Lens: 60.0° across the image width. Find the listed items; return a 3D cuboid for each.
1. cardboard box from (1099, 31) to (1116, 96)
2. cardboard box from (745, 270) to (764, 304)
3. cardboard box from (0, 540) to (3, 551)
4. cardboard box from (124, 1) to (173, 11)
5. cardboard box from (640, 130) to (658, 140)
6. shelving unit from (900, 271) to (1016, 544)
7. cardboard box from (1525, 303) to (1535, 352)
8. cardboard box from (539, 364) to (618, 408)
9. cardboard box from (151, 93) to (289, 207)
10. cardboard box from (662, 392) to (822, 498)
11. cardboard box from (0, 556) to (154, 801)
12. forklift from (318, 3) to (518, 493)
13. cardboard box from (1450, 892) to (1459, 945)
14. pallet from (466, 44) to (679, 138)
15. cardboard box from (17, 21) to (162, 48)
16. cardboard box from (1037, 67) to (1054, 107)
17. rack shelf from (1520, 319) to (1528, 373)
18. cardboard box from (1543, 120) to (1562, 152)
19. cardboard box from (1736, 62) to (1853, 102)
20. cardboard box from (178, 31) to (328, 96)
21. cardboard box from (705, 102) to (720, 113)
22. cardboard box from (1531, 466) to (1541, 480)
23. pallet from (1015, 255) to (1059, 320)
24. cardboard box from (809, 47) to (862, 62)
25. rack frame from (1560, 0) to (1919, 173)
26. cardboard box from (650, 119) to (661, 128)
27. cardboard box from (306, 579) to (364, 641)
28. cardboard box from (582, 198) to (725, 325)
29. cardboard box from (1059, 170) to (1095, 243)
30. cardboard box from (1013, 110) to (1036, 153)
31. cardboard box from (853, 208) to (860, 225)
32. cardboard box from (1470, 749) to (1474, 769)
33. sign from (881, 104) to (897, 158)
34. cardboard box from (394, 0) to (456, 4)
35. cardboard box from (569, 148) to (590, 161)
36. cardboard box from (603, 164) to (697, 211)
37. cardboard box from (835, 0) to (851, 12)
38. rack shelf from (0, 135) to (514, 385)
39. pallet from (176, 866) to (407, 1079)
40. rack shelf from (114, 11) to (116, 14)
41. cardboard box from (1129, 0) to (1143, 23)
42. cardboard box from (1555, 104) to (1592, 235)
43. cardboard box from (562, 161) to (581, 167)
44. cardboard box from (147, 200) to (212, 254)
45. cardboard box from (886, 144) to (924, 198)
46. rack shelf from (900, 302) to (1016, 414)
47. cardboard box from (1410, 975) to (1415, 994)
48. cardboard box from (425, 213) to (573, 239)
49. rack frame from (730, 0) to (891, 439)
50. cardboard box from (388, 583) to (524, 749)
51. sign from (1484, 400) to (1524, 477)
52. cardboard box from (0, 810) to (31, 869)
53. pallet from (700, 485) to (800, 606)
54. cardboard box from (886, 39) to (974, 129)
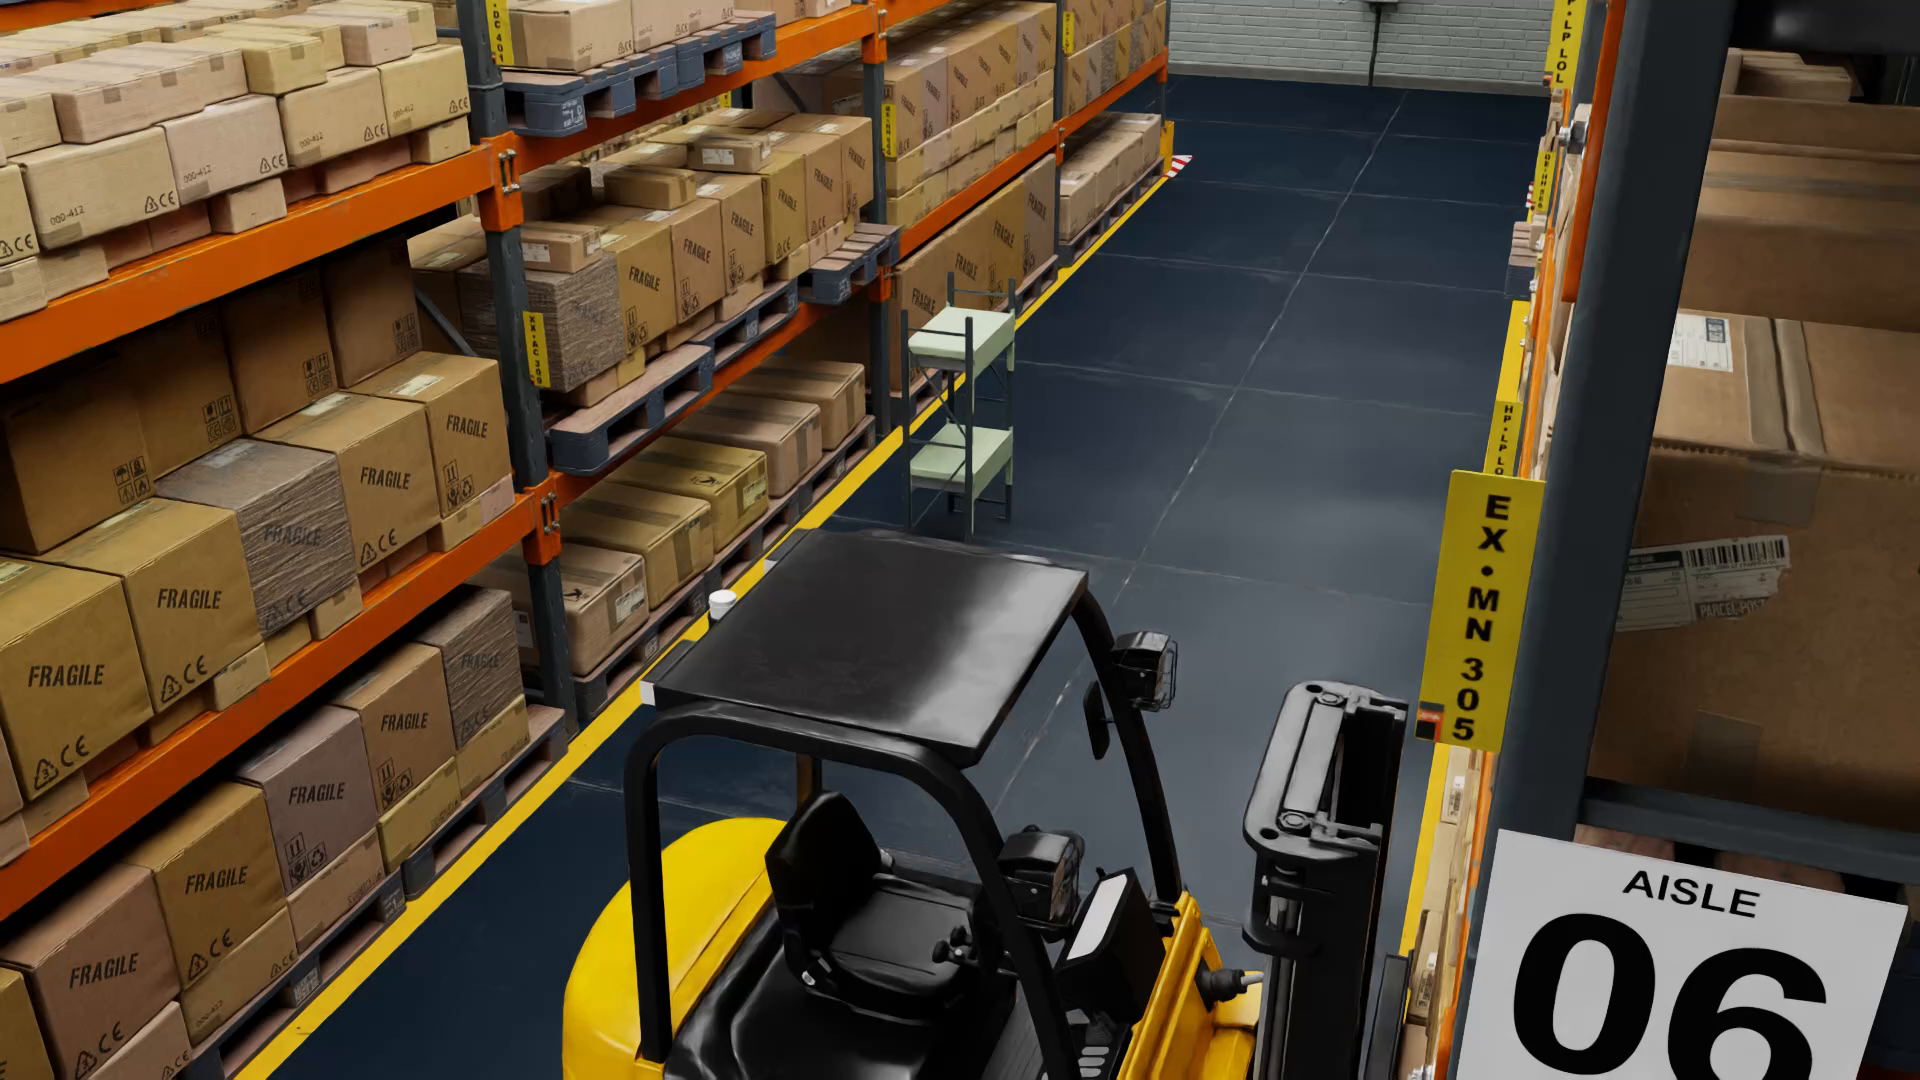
[{"bbox_3d":[1.119,-4.381,15.241,0.500,0.500,0.500,9,27,18],"label":"cardboard box"},{"bbox_3d":[-1.286,-1.386,8.977,0.380,0.149,0.250,8,27,16],"label":"cardboard box"},{"bbox_3d":[-3.408,-0.142,4.997,0.700,0.500,0.500,8,27,17],"label":"cardboard box"},{"bbox_3d":[-8.572,-5.772,17.199,0.500,0.500,0.500,9,27,17],"label":"cardboard box"},{"bbox_3d":[-3.404,-4.224,17.481,0.380,0.149,0.250,9,27,18],"label":"cardboard box"},{"bbox_3d":[-0.002,-0.672,9.417,0.431,1.500,0.755,9,27,17],"label":"shelving unit"},{"bbox_3d":[2.709,-0.924,7.358,0.380,0.149,0.250,8,27,16],"label":"cardboard box"},{"bbox_3d":[-1.807,-0.741,7.644,0.380,0.149,0.250,9,27,18],"label":"cardboard box"},{"bbox_3d":[-2.533,-1.264,5.308,0.500,0.250,0.500,8,27,17],"label":"cardboard box"},{"bbox_3d":[-1.394,-0.598,10.077,0.950,0.372,0.625,8,27,16],"label":"cardboard box"},{"bbox_3d":[-2.864,0.404,5.017,0.500,0.500,0.500,8,27,16],"label":"cardboard box"},{"bbox_3d":[-3.853,-1.759,10.020,3.031,2.935,1.130,7,27,13],"label":"forklift"},{"bbox_3d":[1.317,0.828,3.739,0.380,0.149,0.250,9,27,18],"label":"cardboard box"},{"bbox_3d":[-1.983,-1.987,7.186,1.213,0.211,1.003,9,27,17],"label":"pallet"},{"bbox_3d":[-2.970,-1.675,5.698,0.380,0.149,0.250,9,27,17],"label":"cardboard box"},{"bbox_3d":[0.455,-3.712,13.573,0.500,0.250,0.500,9,27,17],"label":"cardboard box"},{"bbox_3d":[3.058,-0.263,7.677,1.077,0.370,4.000,9,27,17],"label":"rack shelf"},{"bbox_3d":[4.093,-2.342,10.545,0.797,0.503,0.637,8,27,16],"label":"cardboard box"},{"bbox_3d":[2.860,-1.557,5.772,0.380,0.149,0.250,9,27,17],"label":"cardboard box"},{"bbox_3d":[-2.337,-1.580,5.502,0.380,0.149,0.250,10,27,19],"label":"cardboard box"},{"bbox_3d":[-2.904,-4.873,18.820,0.380,0.149,0.250,8,27,16],"label":"cardboard box"},{"bbox_3d":[1.051,0.023,2.510,0.380,0.149,0.250,8,27,16],"label":"cardboard box"},{"bbox_3d":[0.187,-2.188,14.027,1.003,0.211,1.213,9,27,17],"label":"pallet"},{"bbox_3d":[-0.870,-3.085,11.417,0.500,0.500,0.500,9,27,18],"label":"cardboard box"},{"bbox_3d":[2.393,-2.465,4.516,1.000,3.000,0.127,9,27,17],"label":"rack frame"},{"bbox_3d":[-3.414,-4.483,17.673,0.380,0.149,0.250,8,27,16],"label":"cardboard box"},{"bbox_3d":[-2.444,0.224,6.134,0.380,0.149,0.250,8,27,17],"label":"cardboard box"},{"bbox_3d":[-1.519,-1.410,8.281,0.500,0.500,0.500,9,27,17],"label":"cardboard box"},{"bbox_3d":[0.683,-3.049,15.064,0.875,0.438,0.875,8,27,17],"label":"cardboard box"},{"bbox_3d":[0.291,-3.274,13.241,0.500,0.250,0.500,8,27,17],"label":"cardboard box"},{"bbox_3d":[-0.845,-2.034,10.316,0.380,0.149,0.250,10,28,19],"label":"cardboard box"},{"bbox_3d":[1.841,0.551,5.056,0.500,0.500,0.500,9,27,18],"label":"cardboard box"},{"bbox_3d":[-0.443,-2.538,10.312,0.100,0.325,0.005,9,27,17],"label":"sign"},{"bbox_3d":[-2.217,-2.437,7.015,0.500,0.250,0.500,9,27,19],"label":"cardboard box"},{"bbox_3d":[-3.871,-3.837,16.340,0.380,0.149,0.250,10,28,20],"label":"cardboard box"},{"bbox_3d":[-1.535,-1.747,8.233,0.380,0.149,0.250,10,28,20],"label":"cardboard box"},{"bbox_3d":[-0.865,-3.204,9.772,0.380,0.149,0.250,9,27,17],"label":"cardboard box"},{"bbox_3d":[-2.955,-0.688,5.112,1.077,0.370,4.000,9,27,17],"label":"rack shelf"},{"bbox_3d":[-2.884,1.556,6.295,1.003,0.211,1.213,9,27,17],"label":"pallet"},{"bbox_3d":[-4.994,-4.652,13.299,1.077,0.370,4.000,9,27,17],"label":"rack shelf"},{"bbox_3d":[1.454,-5.255,15.900,0.500,0.500,0.500,9,27,17],"label":"cardboard box"},{"bbox_3d":[1.886,-1.003,4.442,0.500,0.311,0.500,9,27,18],"label":"cardboard box"},{"bbox_3d":[-3.906,-3.590,16.170,0.380,0.149,0.250,10,28,20],"label":"cardboard box"},{"bbox_3d":[-2.629,-1.031,5.284,0.380,0.149,0.250,9,27,19],"label":"cardboard box"},{"bbox_3d":[-0.557,-2.457,10.981,0.500,0.250,0.500,9,27,17],"label":"cardboard box"},{"bbox_3d":[-0.002,-1.024,9.247,0.431,0.370,0.720,9,27,17],"label":"rack shelf"},{"bbox_3d":[1.597,1.625,5.052,0.500,0.250,0.500,9,27,17],"label":"cardboard box"},{"bbox_3d":[-2.188,-1.278,8.010,0.500,0.500,0.500,9,27,18],"label":"cardboard box"},{"bbox_3d":[-0.958,-2.127,10.702,1.000,3.000,0.127,9,27,17],"label":"rack frame"},{"bbox_3d":[-2.233,0.510,7.068,0.500,0.500,0.500,8,27,17],"label":"cardboard box"},{"bbox_3d":[1.878,-0.325,5.742,0.100,0.325,0.005,9,27,17],"label":"sign"},{"bbox_3d":[-2.949,0.863,4.814,0.380,0.149,0.250,9,27,18],"label":"cardboard box"},{"bbox_3d":[-1.627,-0.052,9.614,1.003,0.211,1.213,9,27,17],"label":"pallet"},{"bbox_3d":[-0.221,-3.205,11.666,0.500,0.500,0.500,10,27,19],"label":"cardboard box"}]
